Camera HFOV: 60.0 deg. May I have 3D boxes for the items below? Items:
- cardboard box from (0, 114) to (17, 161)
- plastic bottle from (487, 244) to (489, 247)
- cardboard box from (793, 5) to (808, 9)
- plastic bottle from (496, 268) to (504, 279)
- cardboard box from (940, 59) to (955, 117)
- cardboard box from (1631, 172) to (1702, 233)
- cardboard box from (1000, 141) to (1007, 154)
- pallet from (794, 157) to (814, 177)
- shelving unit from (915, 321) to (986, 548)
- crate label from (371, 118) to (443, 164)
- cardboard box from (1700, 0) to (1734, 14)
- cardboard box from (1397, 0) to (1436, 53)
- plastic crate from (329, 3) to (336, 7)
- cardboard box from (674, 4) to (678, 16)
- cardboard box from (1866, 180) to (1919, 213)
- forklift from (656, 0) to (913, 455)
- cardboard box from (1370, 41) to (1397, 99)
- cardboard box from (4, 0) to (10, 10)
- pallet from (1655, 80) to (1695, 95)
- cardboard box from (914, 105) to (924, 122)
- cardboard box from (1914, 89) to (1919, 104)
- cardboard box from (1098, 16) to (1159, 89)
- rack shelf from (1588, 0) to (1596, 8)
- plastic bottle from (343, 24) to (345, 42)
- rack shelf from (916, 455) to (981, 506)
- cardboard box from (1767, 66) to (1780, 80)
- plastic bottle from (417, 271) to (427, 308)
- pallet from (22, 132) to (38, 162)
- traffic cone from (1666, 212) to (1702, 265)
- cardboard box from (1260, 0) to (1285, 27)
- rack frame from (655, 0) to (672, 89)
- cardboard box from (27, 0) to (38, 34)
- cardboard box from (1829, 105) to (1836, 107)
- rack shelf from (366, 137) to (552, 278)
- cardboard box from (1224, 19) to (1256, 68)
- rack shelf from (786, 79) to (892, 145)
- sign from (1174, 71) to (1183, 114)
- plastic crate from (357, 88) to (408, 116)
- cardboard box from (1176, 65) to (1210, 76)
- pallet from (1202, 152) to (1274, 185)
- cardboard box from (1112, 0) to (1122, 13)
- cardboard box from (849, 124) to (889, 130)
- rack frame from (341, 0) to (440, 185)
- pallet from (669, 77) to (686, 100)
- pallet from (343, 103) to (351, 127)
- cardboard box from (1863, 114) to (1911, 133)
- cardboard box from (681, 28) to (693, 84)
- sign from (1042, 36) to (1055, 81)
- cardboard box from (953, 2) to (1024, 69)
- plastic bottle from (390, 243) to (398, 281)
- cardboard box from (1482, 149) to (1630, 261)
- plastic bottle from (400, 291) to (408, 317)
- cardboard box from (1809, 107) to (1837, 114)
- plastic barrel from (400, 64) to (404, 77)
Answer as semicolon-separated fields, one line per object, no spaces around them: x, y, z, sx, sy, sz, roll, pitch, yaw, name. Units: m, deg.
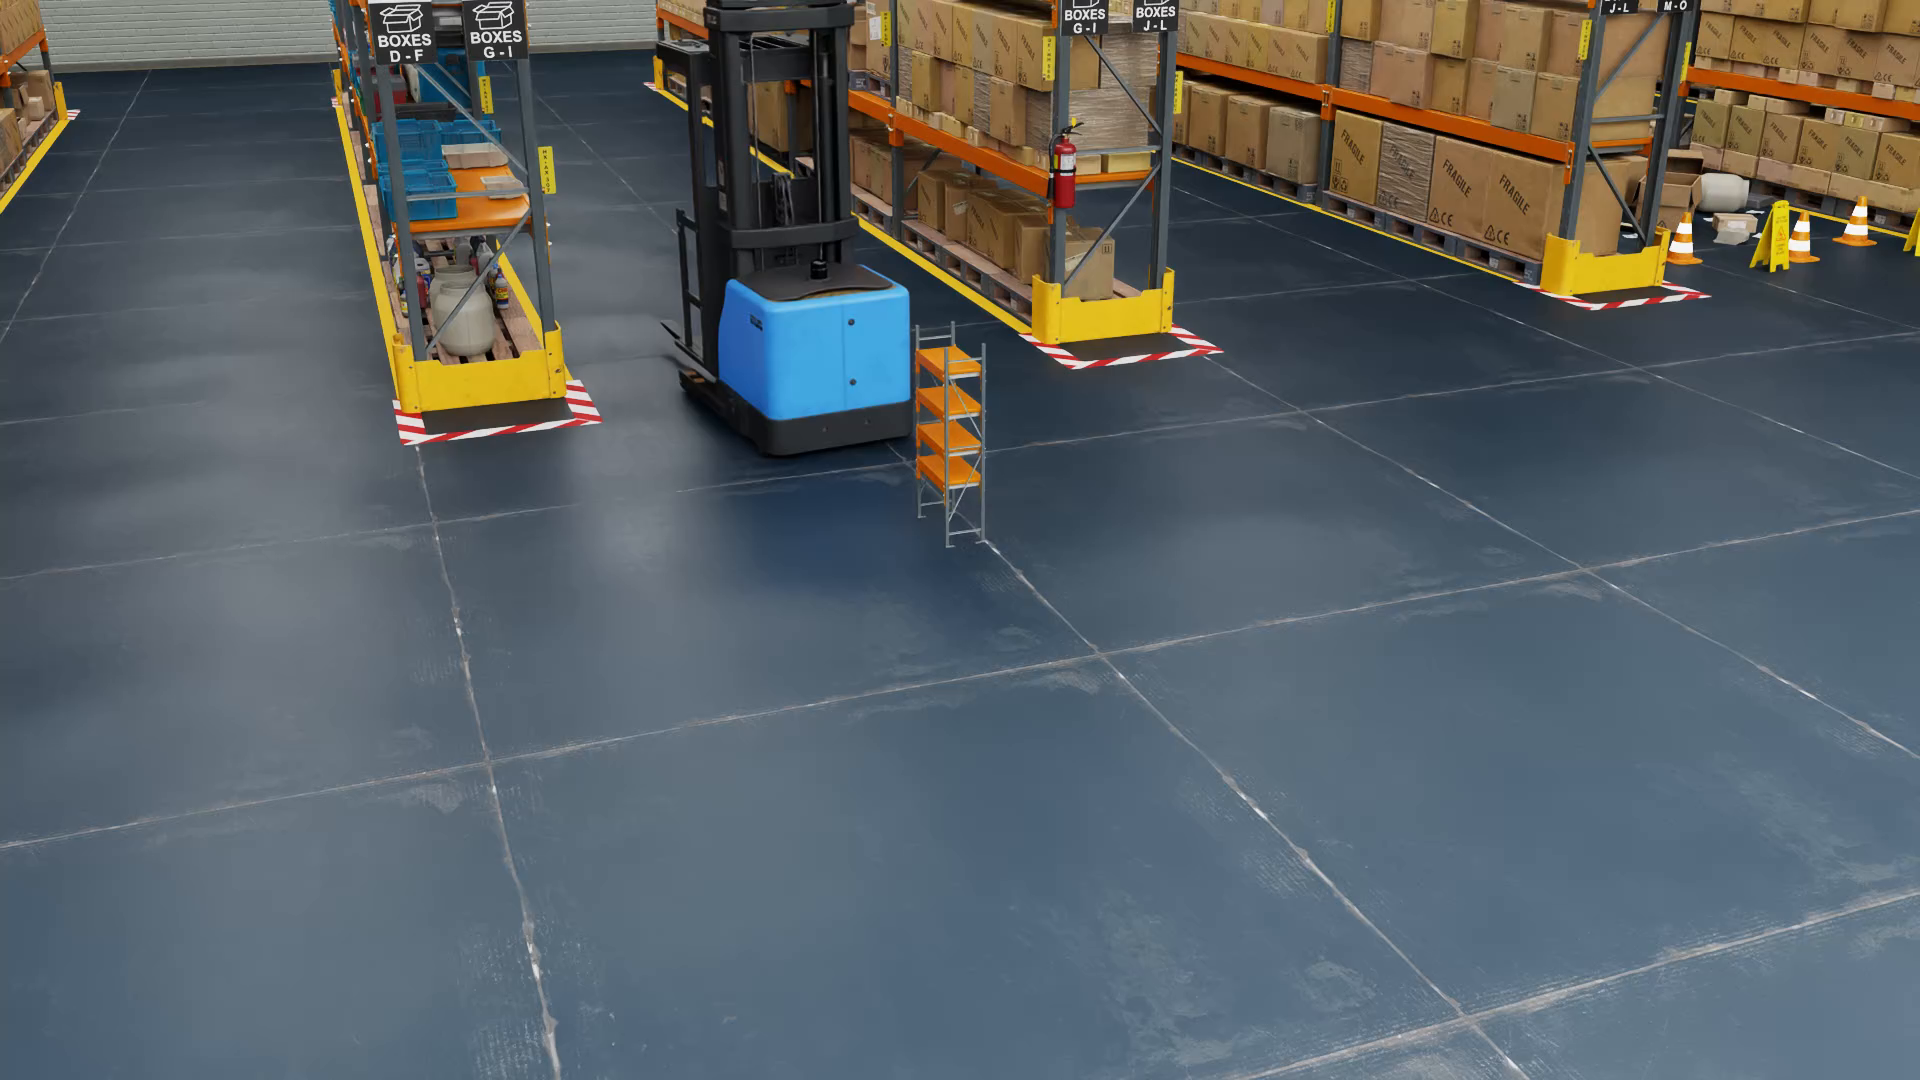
-11.691;-4.813;19.959;0.500;0.500;0.500;-8;24;-19;cardboard box
-4.177;-2.488;14.721;0.061;0.283;0.133;-7;24;-15;plastic bottle
-1.861;-6.763;20.515;0.797;0.503;0.637;-7;24;-17;cardboard box
-3.837;-2.138;13.892;0.061;0.283;0.133;-8;24;-18;plastic bottle
0.311;-4.191;15.319;0.875;0.500;0.500;-8;24;-19;cardboard box
7.490;-3.581;17.598;0.637;0.503;0.797;12;26;27;cardboard box
0.567;-3.404;14.288;0.380;0.149;0.250;-8;24;-19;cardboard box
-1.343;-4.418;19.961;1.003;0.211;1.213;-8;24;-19;pallet
-0.058;-0.613;9.660;0.258;1.200;0.503;-8;24;-19;shelving unit
-4.329;-3.049;13.076;0.502;0.435;0.616;-8;24;-19;crate label
9.019;-6.348;19.150;0.700;0.500;0.500;-9;24;-20;cardboard box
4.934;-5.207;16.658;0.875;0.550;0.550;-8;24;-19;cardboard box
-9.066;-7.791;24.511;0.416;0.233;0.300;-8;24;-19;plastic crate
-4.171;-8.137;25.518;0.380;0.149;0.250;-9;24;-20;cardboard box
9.933;-3.632;17.505;0.500;0.250;0.500;-8;24;-19;cardboard box
-1.427;-2.440;11.765;1.130;2.935;3.031;-11;25;-24;forklift
4.828;-4.918;17.362;0.875;0.550;0.550;-8;24;-19;cardboard box
-12.386;-6.987;21.049;0.500;0.500;0.500;-9;25;-21;cardboard box
11.640;-7.463;27.186;1.003;0.211;1.213;-8;24;-19;pallet
-0.220;-4.119;15.984;0.380;0.149;0.250;-8;24;-19;cardboard box
9.954;-4.508;16.906;0.380;0.149;0.250;-9;24;-20;cardboard box
1.269;-3.962;13.488;0.500;0.500;0.500;-8;24;-19;cardboard box
5.177;-5.502;16.005;1.077;0.370;4.000;-8;24;-19;rack shelf
-7.934;-6.516;21.497;0.061;0.283;0.133;-8;24;-19;plastic bottle
-0.058;-0.368;9.763;0.258;0.148;0.480;-8;24;-19;rack shelf
9.316;-5.255;18.680;0.380;0.149;0.250;-8;24;-19;cardboard box
-4.448;-2.069;13.728;0.061;0.283;0.133;-8;24;-19;plastic bottle
-12.542;-5.047;21.454;1.003;0.211;1.213;-8;24;-19;pallet
7.025;-2.943;16.137;0.336;0.463;0.334;-8;24;-19;traffic cone
3.928;-6.234;19.263;0.700;0.500;0.500;-8;24;-19;cardboard box
-4.444;-8.894;26.990;1.000;3.000;0.127;-8;24;-19;rack frame
-13.114;-7.269;23.005;0.500;0.500;0.500;-8;24;-19;cardboard box
12.979;-6.419;23.635;0.875;0.625;0.625;-9;25;-21;cardboard box
-4.132;-2.796;13.448;1.077;0.370;4.000;-8;24;-19;rack shelf
3.498;-5.928;19.824;0.500;0.500;0.500;-9;24;-20;cardboard box
-0.912;-4.929;18.509;1.077;0.370;4.000;-8;24;-19;rack shelf
1.716;-3.554;13.205;0.100;0.325;0.005;-8;24;-19;sign
-5.718;-4.351;16.483;0.450;0.188;0.662;-8;24;-19;plastic crate
3.041;-6.302;22.552;0.500;0.250;0.500;-9;25;-21;cardboard box
3.693;-4.607;20.408;1.003;0.211;1.213;-8;24;-19;pallet
2.266;-7.155;22.263;0.380;0.149;0.250;-8;24;-18;cardboard box
-1.155;-4.598;19.448;0.700;0.500;0.500;-10;25;-23;cardboard box
-6.252;-5.308;18.481;1.000;3.000;0.127;-8;24;-19;rack frame
-4.089;-7.329;26.868;1.003;0.211;1.213;-8;24;-19;pallet
-8.396;-6.182;24.146;1.003;0.211;1.213;-8;24;-19;pallet
9.760;-4.391;17.504;0.380;0.149;0.250;-8;24;-17;cardboard box
-3.822;-7.556;26.011;0.875;0.875;0.875;-8;24;-19;cardboard box
0.682;-3.691;12.747;0.100;0.325;0.005;-8;24;-19;sign
0.257;-4.436;14.614;0.500;0.500;0.500;-8;24;-19;cardboard box
-4.875;-2.418;14.468;0.144;0.351;0.185;-9;25;-21;plastic bottle
5.583;-3.176;15.618;0.875;0.875;0.875;-8;24;-19;cardboard box
-4.484;-1.921;13.483;0.097;0.201;0.097;0;23;0;plastic bottle
9.889;-4.618;18.878;0.500;0.500;0.500;-7;24;-16;cardboard box
-5.804;-5.243;18.153;0.600;0.536;0.708;-8;24;-19;plastic barrel
